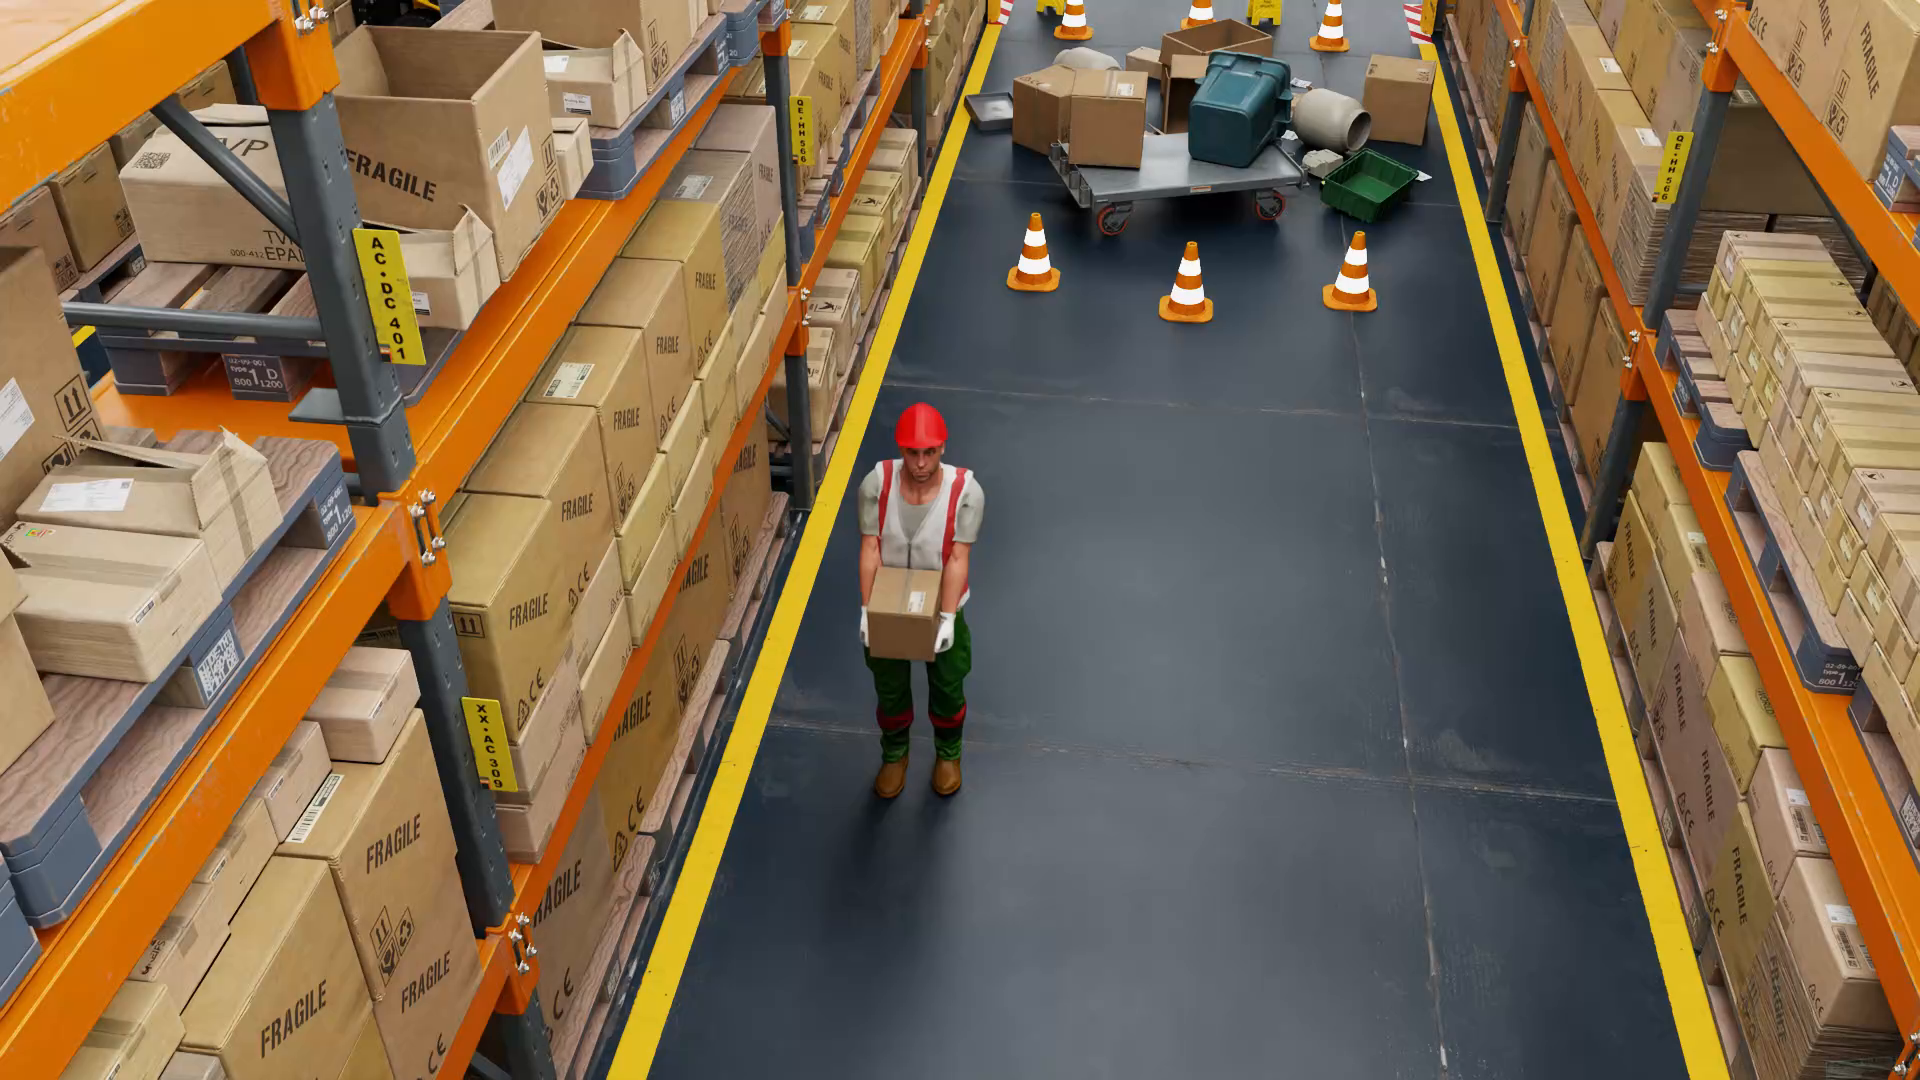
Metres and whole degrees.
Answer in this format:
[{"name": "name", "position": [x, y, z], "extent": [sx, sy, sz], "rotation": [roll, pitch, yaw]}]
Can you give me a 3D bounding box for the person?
[{"name": "person", "position": [-0.170, 0.312, 6.589], "extent": [0.495, 1.786, 0.558], "rotation": [5, 36, 6]}]
